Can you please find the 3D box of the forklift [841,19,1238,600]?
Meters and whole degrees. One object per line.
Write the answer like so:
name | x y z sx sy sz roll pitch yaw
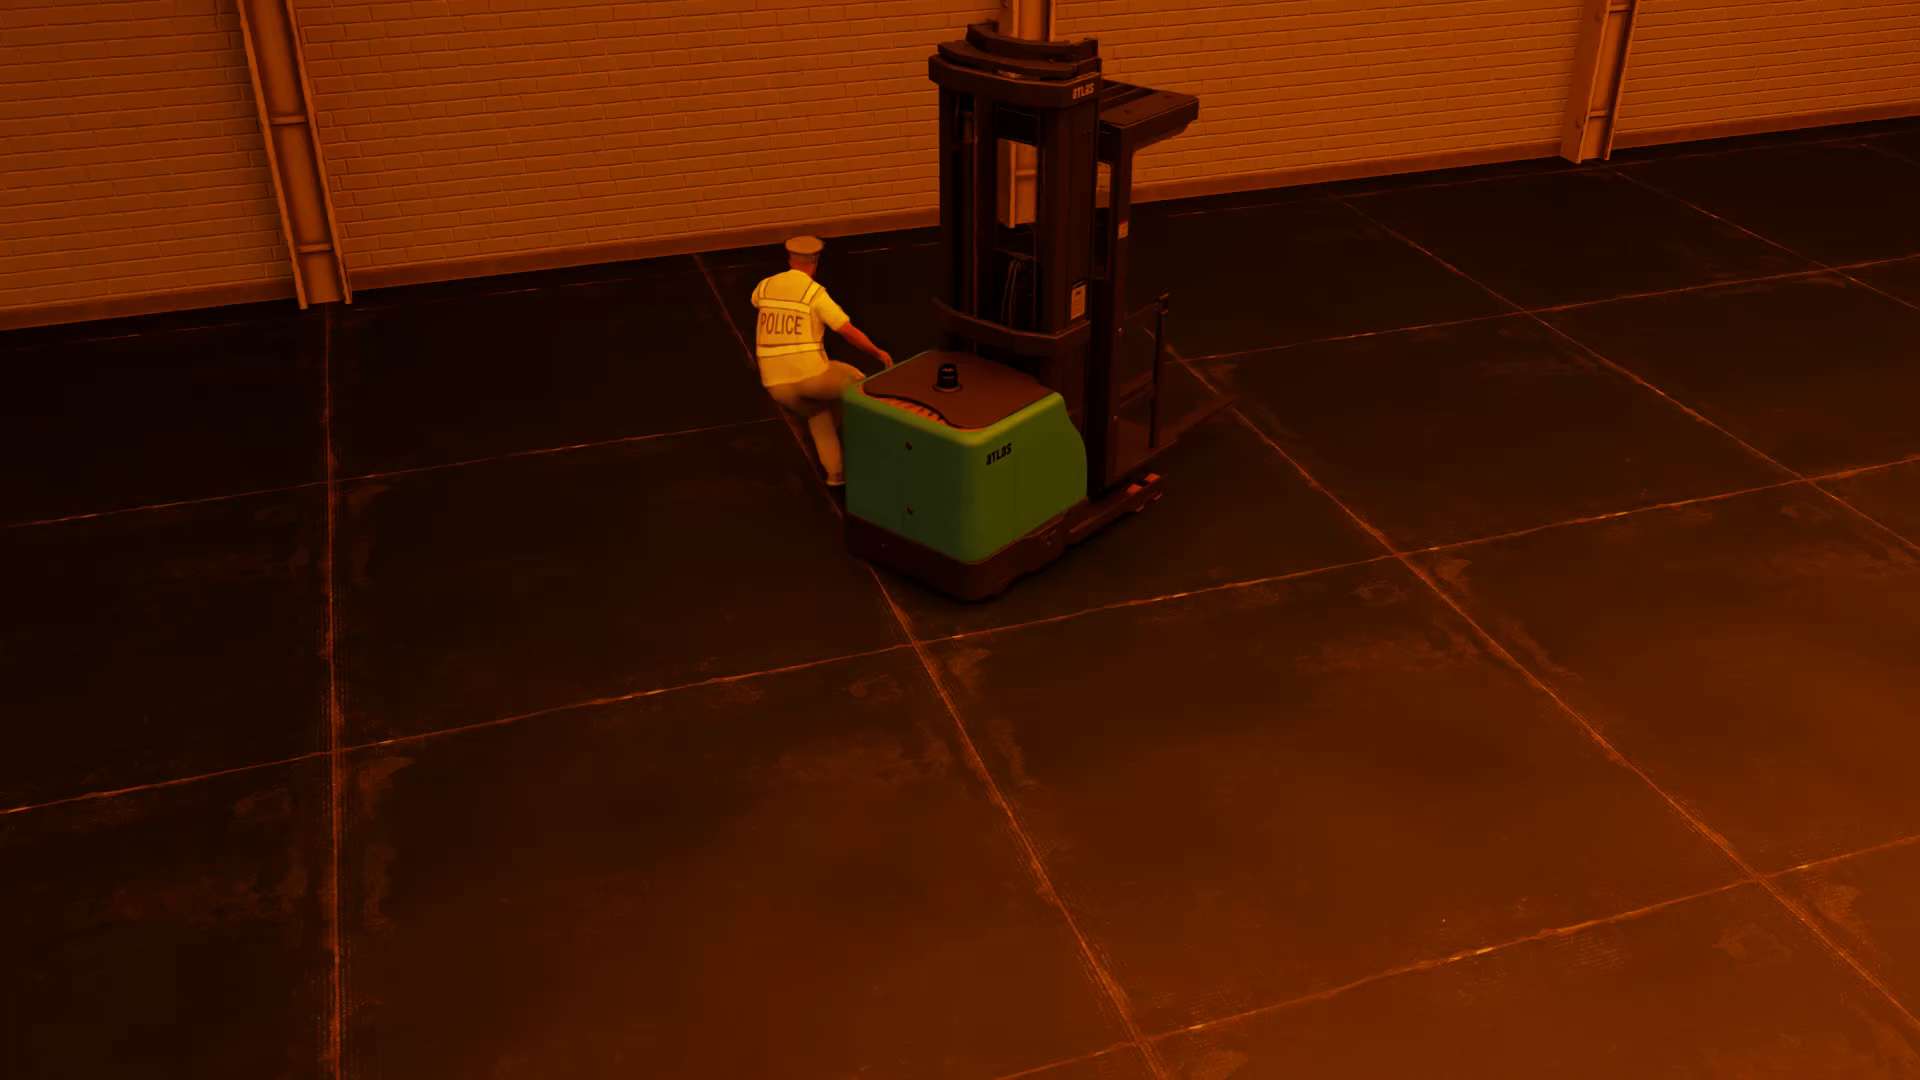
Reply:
forklift | 0.653 -1.592 9.854 1.130 2.935 3.031 23 37 34

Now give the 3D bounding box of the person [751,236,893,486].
person | -0.832 -1.146 10.529 1.080 1.512 0.953 8 31 13
